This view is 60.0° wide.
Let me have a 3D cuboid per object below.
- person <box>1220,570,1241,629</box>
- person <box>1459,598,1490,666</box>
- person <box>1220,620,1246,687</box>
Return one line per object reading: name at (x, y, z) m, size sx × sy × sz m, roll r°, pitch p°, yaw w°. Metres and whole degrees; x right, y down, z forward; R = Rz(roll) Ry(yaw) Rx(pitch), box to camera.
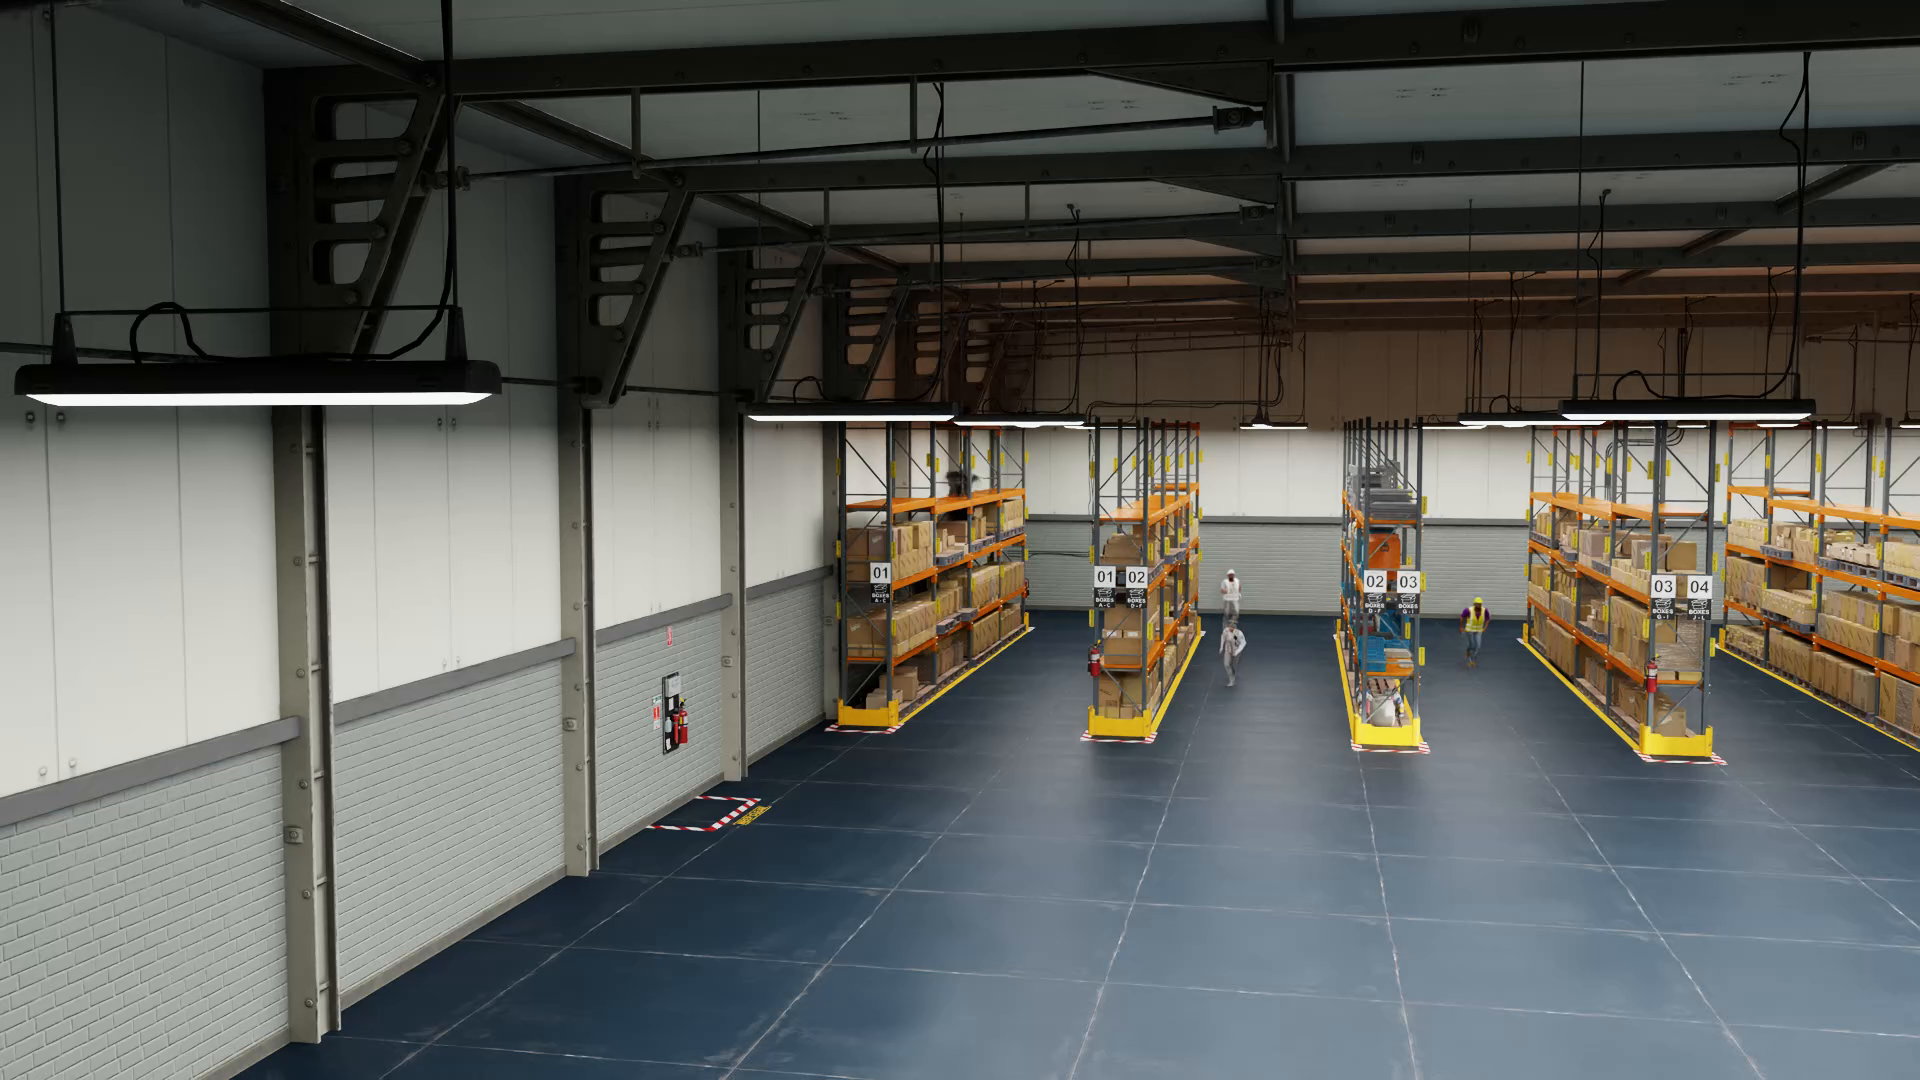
person at (7.744, 1.755, 47.484) m, size 0.670 × 1.834 × 0.849 m, roll 0°, pitch 4°, yaw -7°
person at (12.616, 2.238, 40.754) m, size 0.684 × 1.694 × 0.702 m, roll 0°, pitch 4°, yaw -6°
person at (6.180, 2.519, 37.529) m, size 0.608 × 1.513 × 1.026 m, roll 1°, pitch 4°, yaw 18°
